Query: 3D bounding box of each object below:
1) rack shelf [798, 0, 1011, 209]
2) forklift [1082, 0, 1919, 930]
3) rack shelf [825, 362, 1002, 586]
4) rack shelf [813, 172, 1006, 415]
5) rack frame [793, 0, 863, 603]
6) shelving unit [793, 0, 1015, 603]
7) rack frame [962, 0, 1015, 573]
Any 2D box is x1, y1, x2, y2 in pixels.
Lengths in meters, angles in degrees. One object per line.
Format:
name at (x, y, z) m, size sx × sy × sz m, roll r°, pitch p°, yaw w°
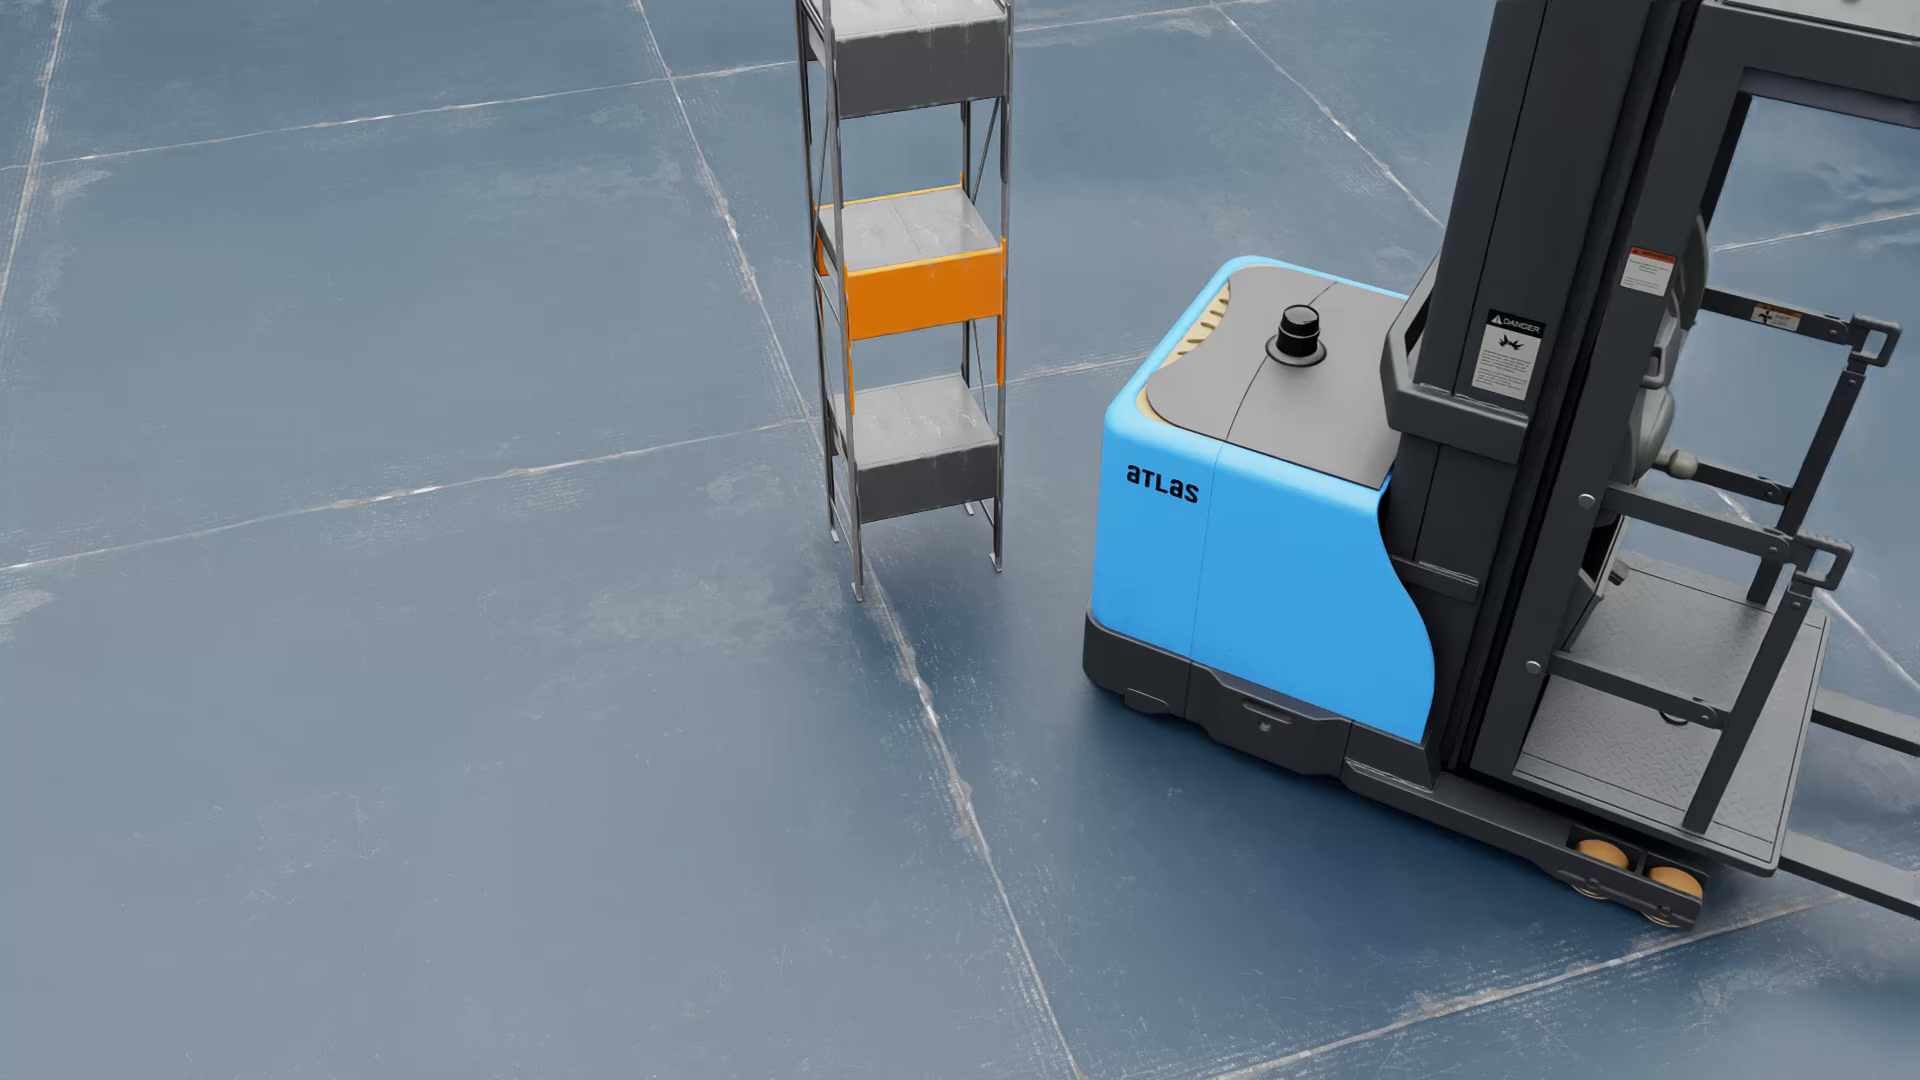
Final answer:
rack shelf at (-0.158, -1.275, 4.570) m, size 0.480 × 0.518 × 0.431 m, roll -12°, pitch 42°, yaw -13°
forklift at (1.924, -0.452, 4.039) m, size 3.031 × 2.935 × 1.130 m, roll 20°, pitch 45°, yaw 21°
rack shelf at (-0.158, -0.221, 5.491) m, size 0.480 × 0.518 × 0.431 m, roll -12°, pitch 42°, yaw -13°
rack shelf at (-0.158, -0.748, 5.031) m, size 0.480 × 0.518 × 0.431 m, roll -12°, pitch 42°, yaw -13°
rack frame at (-0.391, -0.710, 4.967) m, size 0.015 × 2.100 × 0.400 m, roll -12°, pitch 42°, yaw -13°
shelving unit at (-0.158, -0.758, 5.022) m, size 0.503 × 2.100 × 0.431 m, roll -12°, pitch 42°, yaw -13°
rack frame at (0.075, -0.806, 5.077) m, size 0.015 × 2.100 × 0.400 m, roll -12°, pitch 42°, yaw -13°
